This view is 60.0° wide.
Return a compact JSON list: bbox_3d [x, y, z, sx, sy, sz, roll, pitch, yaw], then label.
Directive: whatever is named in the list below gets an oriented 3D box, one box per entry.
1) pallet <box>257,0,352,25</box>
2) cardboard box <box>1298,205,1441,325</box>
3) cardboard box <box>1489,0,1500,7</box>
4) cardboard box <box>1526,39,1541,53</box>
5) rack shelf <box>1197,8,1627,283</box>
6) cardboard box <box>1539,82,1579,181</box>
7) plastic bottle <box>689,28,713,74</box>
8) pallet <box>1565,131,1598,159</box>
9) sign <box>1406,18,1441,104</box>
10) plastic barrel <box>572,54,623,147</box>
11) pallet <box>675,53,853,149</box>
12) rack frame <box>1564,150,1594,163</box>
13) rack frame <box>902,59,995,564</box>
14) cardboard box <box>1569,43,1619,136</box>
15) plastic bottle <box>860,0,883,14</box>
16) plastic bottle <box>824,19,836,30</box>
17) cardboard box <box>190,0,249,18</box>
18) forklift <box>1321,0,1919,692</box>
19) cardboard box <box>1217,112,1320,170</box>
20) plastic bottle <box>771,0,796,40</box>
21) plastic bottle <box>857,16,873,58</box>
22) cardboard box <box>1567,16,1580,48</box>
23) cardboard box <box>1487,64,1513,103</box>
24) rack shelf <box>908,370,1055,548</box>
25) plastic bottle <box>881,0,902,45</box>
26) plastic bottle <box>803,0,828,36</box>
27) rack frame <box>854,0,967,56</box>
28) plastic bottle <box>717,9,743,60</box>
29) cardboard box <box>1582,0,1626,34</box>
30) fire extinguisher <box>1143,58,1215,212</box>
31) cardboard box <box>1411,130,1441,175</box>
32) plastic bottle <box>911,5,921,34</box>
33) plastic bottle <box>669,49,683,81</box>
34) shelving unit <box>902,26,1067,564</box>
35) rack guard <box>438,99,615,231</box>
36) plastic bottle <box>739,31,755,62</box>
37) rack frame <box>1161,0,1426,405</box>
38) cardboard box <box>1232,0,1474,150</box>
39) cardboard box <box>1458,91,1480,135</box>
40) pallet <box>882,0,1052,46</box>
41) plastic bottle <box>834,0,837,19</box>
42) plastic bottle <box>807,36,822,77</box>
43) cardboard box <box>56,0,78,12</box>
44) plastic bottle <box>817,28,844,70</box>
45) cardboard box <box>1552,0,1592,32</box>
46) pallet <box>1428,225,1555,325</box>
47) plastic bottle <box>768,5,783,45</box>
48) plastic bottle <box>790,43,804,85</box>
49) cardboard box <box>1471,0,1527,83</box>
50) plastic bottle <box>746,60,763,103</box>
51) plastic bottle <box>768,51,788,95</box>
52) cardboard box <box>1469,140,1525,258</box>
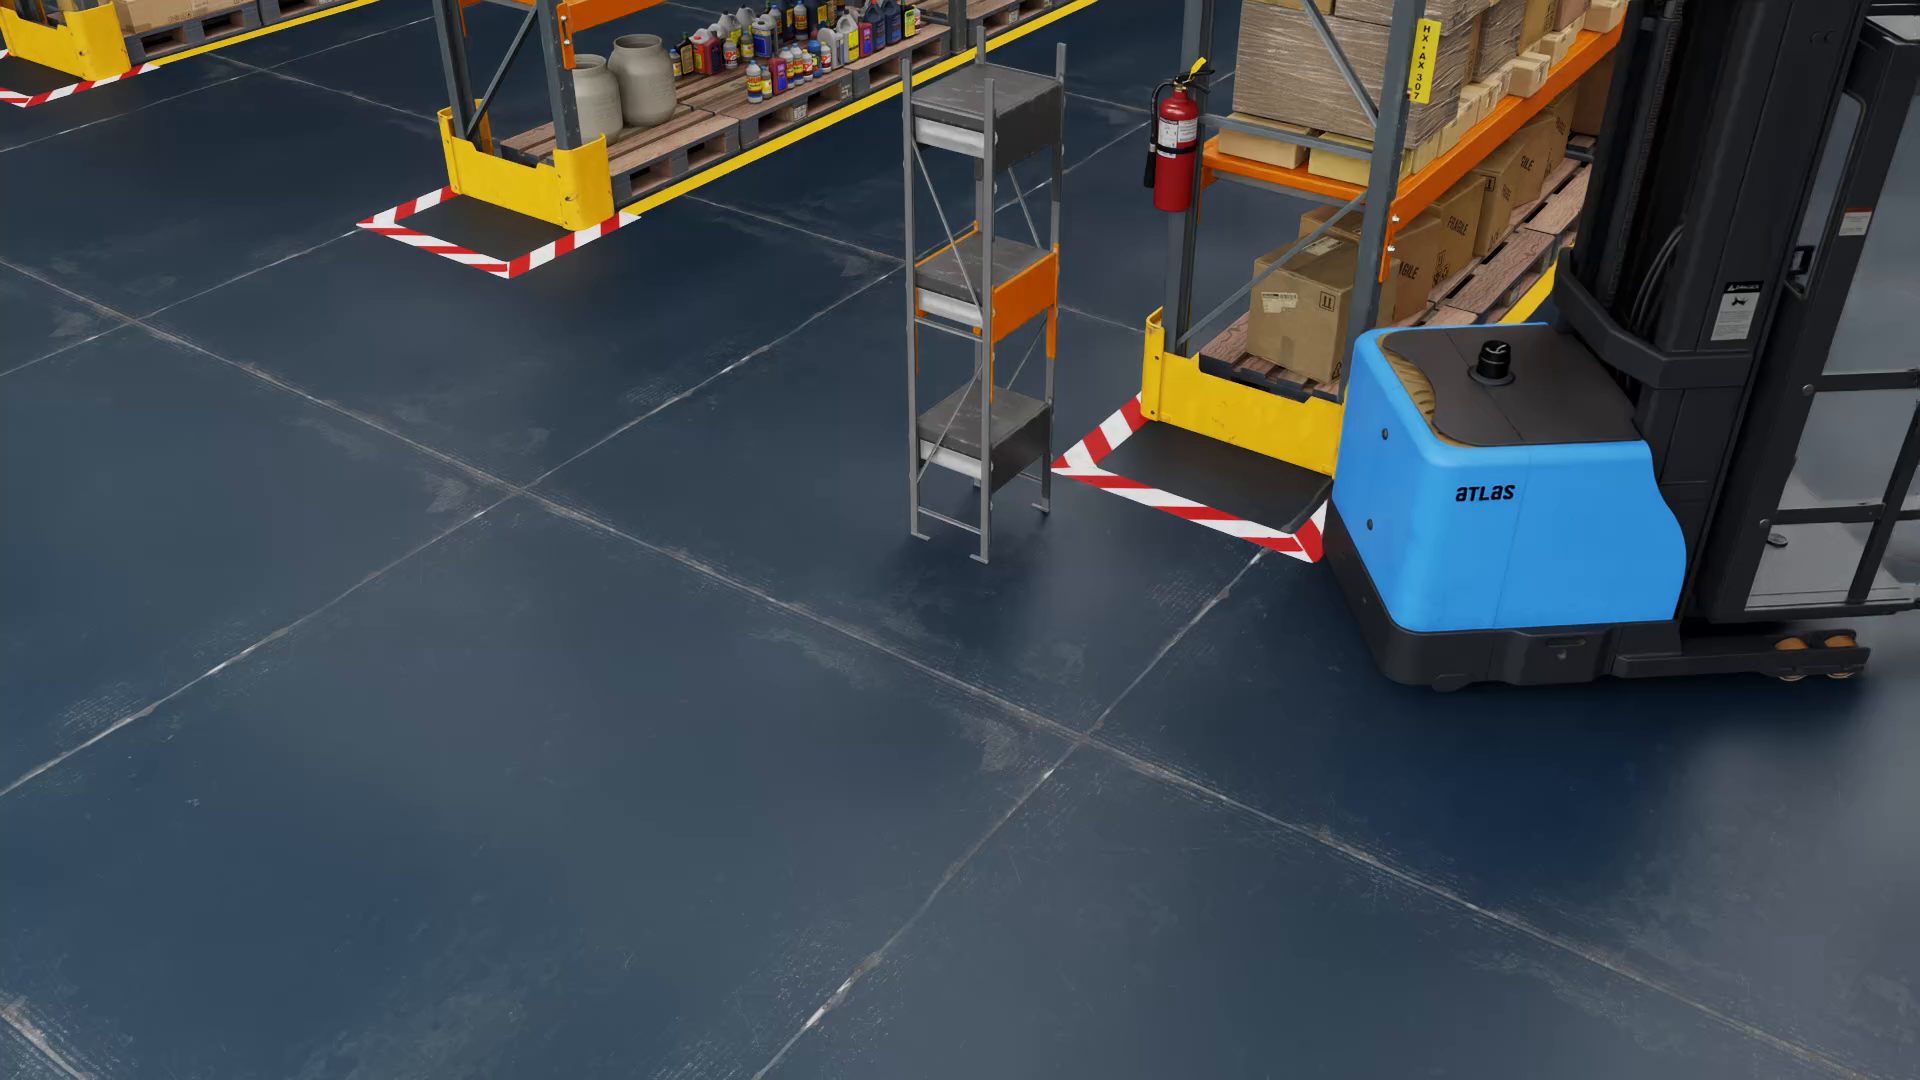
[{"bbox_3d":[-5.644,-4.654,13.944,1.003,0.211,1.213,21,39,28],"label":"pallet"},{"bbox_3d":[2.077,-1.425,8.537,0.500,0.500,0.500,-25,41,-32],"label":"cardboard box"},{"bbox_3d":[2.223,-2.692,7.305,0.500,0.500,0.500,21,39,28],"label":"cardboard box"},{"bbox_3d":[2.721,-2.487,8.473,0.380,0.149,0.250,21,39,28],"label":"cardboard box"},{"bbox_3d":[2.535,-2.341,8.677,1.077,0.370,4.000,21,39,28],"label":"rack shelf"},{"bbox_3d":[3.414,-2.527,10.165,0.500,0.500,0.500,20,39,27],"label":"cardboard box"},{"bbox_3d":[-1.821,-3.447,11.709,0.152,0.276,0.135,22,40,29],"label":"plastic bottle"},{"bbox_3d":[4.118,-2.763,11.148,1.003,0.211,1.213,21,39,28],"label":"pallet"},{"bbox_3d":[1.840,-1.904,6.615,0.100,0.325,0.005,21,39,28],"label":"sign"},{"bbox_3d":[-2.362,-2.772,10.517,0.421,0.512,0.421,0,34,0],"label":"plastic barrel"},{"bbox_3d":[-1.506,-3.127,11.686,1.003,0.211,1.213,21,39,28],"label":"pallet"},{"bbox_3d":[3.675,-3.560,9.836,1.000,3.000,0.127,21,39,28],"label":"rack frame"},{"bbox_3d":[-0.045,-0.834,6.608,0.400,2.100,0.015,21,39,28],"label":"rack frame"},{"bbox_3d":[4.043,-2.982,10.821,0.700,0.500,0.500,18,38,25],"label":"cardboard box"},{"bbox_3d":[-0.643,-3.884,12.288,0.144,0.351,0.185,21,39,28],"label":"plastic bottle"},{"bbox_3d":[-0.917,-3.594,11.919,0.061,0.283,0.133,21,39,28],"label":"plastic bottle"},{"bbox_3d":[-5.971,-4.327,13.050,0.500,0.250,0.500,21,39,28],"label":"cardboard box"},{"bbox_3d":[3.086,-0.963,6.057,3.031,2.935,1.130,-3,34,-4],"label":"forklift"},{"bbox_3d":[1.387,-1.812,7.476,0.380,0.149,0.250,21,39,28],"label":"cardboard box"},{"bbox_3d":[-1.302,-3.901,12.313,0.144,0.351,0.185,20,39,26],"label":"plastic bottle"},{"bbox_3d":[-0.692,-3.634,11.978,0.061,0.283,0.133,24,41,31],"label":"plastic bottle"},{"bbox_3d":[3.041,-2.703,8.794,0.380,0.149,0.250,21,39,28],"label":"cardboard box"},{"bbox_3d":[2.460,-2.247,8.120,0.380,0.149,0.250,21,39,28],"label":"cardboard box"},{"bbox_3d":[0.094,-0.355,7.174,0.431,0.518,0.480,21,39,28],"label":"rack shelf"},{"bbox_3d":[-0.524,-3.838,12.220,0.144,0.351,0.185,20,39,27],"label":"plastic bottle"},{"bbox_3d":[-1.076,-3.942,12.373,0.144,0.351,0.185,21,39,28],"label":"plastic bottle"},{"bbox_3d":[-0.394,-5.142,12.175,1.000,3.000,0.127,21,39,28],"label":"rack frame"},{"bbox_3d":[-1.651,-3.620,11.897,0.144,0.351,0.185,23,40,30],"label":"plastic bottle"},{"bbox_3d":[3.401,-2.904,9.091,0.380,0.149,0.250,21,39,28],"label":"cardboard box"},{"bbox_3d":[0.951,-1.781,7.275,0.296,0.674,0.183,21,39,28],"label":"fire extinguisher"},{"bbox_3d":[1.911,-1.779,7.427,0.380,0.149,0.250,21,39,28],"label":"cardboard box"},{"bbox_3d":[-0.345,-3.898,12.442,0.097,0.201,0.097,0,34,0],"label":"plastic bottle"},{"bbox_3d":[-1.987,-3.309,11.571,0.097,0.201,0.097,0,34,0],"label":"plastic bottle"},{"bbox_3d":[0.094,-0.946,6.774,0.431,2.100,0.503,21,39,28],"label":"shelving unit"},{"bbox_3d":[-2.670,-2.315,10.228,1.175,0.500,0.348,21,39,28],"label":"rack guard"},{"bbox_3d":[-1.527,-3.539,11.911,0.097,0.201,0.097,0,34,0],"label":"plastic bottle"},{"bbox_3d":[1.394,-1.719,7.114,1.000,3.000,0.127,21,39,28],"label":"rack frame"},{"bbox_3d":[1.731,-2.128,7.364,0.875,0.500,0.500,21,39,28],"label":"cardboard box"},{"bbox_3d":[2.192,-2.011,7.770,0.380,0.149,0.250,21,39,28],"label":"cardboard box"},{"bbox_3d":[0.022,-4.360,13.509,1.003,0.211,1.213,21,39,28],"label":"pallet"},{"bbox_3d":[-0.993,-4.111,12.757,0.097,0.201,0.097,0,34,0],"label":"plastic bottle"},{"bbox_3d":[-1.017,-3.385,11.620,0.097,0.271,0.097,0,34,0],"label":"plastic bottle"},{"bbox_3d":[-6.679,-4.261,12.953,0.500,0.250,0.500,21,39,28],"label":"cardboard box"},{"bbox_3d":[-0.914,-3.497,11.782,0.152,0.276,0.135,22,40,29],"label":"plastic bottle"},{"bbox_3d":[2.851,-3.056,8.736,0.875,0.500,0.500,21,39,28],"label":"cardboard box"},{"bbox_3d":[2.626,-1.520,9.310,1.003,0.211,1.213,21,39,28],"label":"pallet"},{"bbox_3d":[-1.356,-3.788,12.217,0.097,0.271,0.097,0,34,0],"label":"plastic bottle"},{"bbox_3d":[-1.132,-3.292,11.482,0.097,0.271,0.097,0,34,0],"label":"plastic bottle"},{"bbox_3d":[2.238,-2.613,8.081,0.875,0.500,0.500,21,39,28],"label":"cardboard box"},{"bbox_3d":[-1.385,-3.088,11.181,0.097,0.271,0.097,0,34,0],"label":"plastic bottle"},{"bbox_3d":[-1.241,-3.191,11.323,0.061,0.283,0.133,22,40,29],"label":"plastic bottle"},{"bbox_3d":[2.804,-1.950,9.312,0.500,0.500,0.500,18,38,24],"label":"cardboard box"}]
